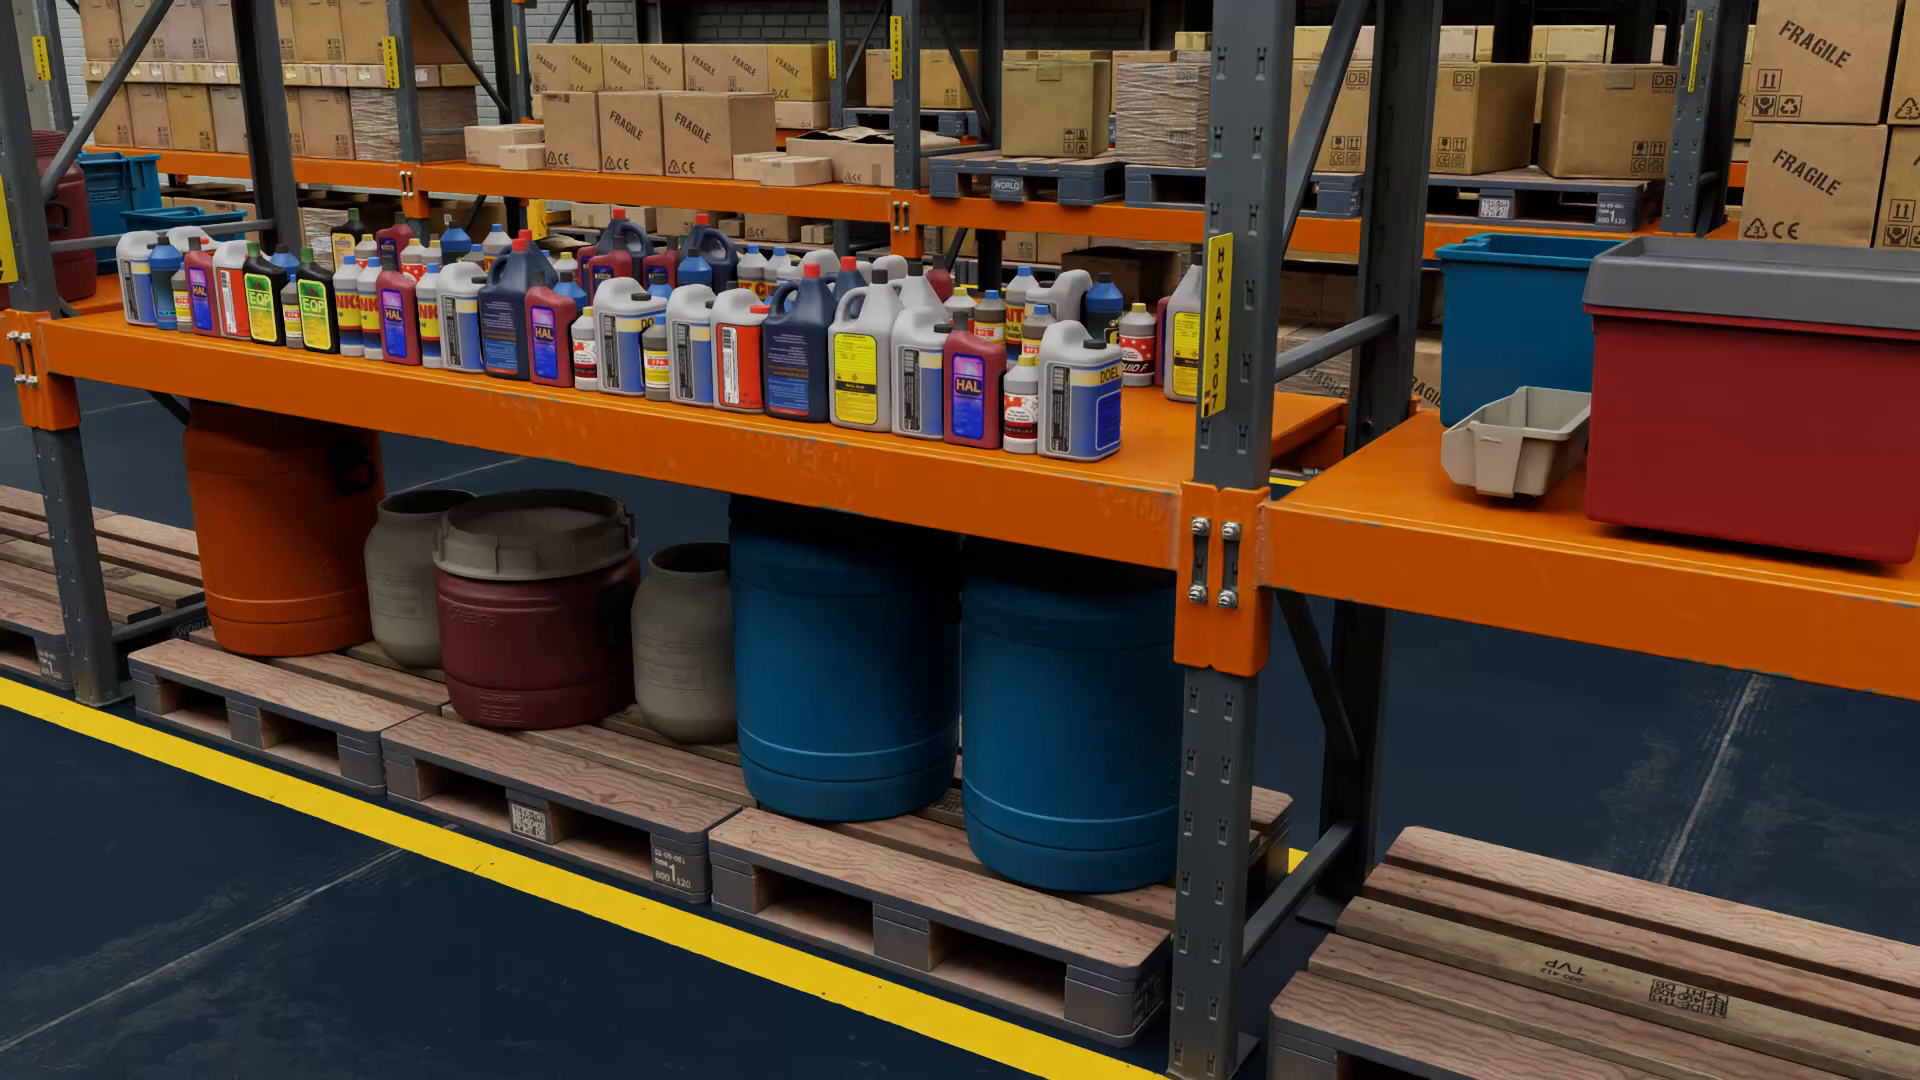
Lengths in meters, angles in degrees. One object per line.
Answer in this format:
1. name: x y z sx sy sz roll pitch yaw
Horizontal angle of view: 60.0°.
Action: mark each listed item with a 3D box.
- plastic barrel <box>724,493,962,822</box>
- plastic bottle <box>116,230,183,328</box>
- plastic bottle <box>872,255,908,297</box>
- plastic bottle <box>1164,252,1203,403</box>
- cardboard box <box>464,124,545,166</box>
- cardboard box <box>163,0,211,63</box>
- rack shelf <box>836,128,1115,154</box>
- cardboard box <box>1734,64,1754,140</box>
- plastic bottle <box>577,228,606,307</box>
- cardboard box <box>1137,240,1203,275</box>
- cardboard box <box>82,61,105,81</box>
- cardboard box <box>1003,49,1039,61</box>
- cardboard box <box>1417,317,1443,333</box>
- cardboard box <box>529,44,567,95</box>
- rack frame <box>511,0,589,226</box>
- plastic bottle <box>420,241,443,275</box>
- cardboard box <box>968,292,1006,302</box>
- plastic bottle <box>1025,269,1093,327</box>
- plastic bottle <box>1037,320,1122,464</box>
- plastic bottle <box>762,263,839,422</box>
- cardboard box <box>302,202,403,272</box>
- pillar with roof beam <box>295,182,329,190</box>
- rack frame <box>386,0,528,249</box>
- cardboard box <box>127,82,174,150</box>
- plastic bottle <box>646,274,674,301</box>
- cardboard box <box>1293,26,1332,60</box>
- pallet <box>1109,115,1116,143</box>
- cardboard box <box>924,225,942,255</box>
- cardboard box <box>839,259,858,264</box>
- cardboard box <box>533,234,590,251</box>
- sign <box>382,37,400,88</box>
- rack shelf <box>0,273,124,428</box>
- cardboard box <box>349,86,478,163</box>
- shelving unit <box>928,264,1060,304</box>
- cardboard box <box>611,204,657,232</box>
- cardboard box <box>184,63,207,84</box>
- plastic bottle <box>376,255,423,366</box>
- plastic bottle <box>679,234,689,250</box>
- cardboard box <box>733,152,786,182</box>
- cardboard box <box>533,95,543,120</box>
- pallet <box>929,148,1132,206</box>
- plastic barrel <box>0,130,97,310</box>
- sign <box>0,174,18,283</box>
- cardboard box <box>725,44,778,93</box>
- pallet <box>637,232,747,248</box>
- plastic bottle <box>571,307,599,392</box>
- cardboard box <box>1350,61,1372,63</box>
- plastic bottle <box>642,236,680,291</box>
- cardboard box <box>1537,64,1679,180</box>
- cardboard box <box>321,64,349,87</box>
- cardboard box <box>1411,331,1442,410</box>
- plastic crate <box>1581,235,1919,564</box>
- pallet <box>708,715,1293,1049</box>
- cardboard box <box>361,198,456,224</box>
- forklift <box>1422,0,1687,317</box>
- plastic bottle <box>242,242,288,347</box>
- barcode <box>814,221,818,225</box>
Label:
1. plastic barrel: -0.300 0.215 4.401 0.708 0.901 0.600 10 20 30
2. plastic bottle: -2.451 -0.797 5.057 0.135 0.276 0.152 10 20 30
3. plastic bottle: -0.226 -0.640 4.540 0.135 0.276 0.152 10 20 30
4. plastic bottle: 0.593 -0.510 3.984 0.185 0.351 0.144 10 20 30
5. cardboard box: -3.021 -2.701 11.369 0.500 0.250 0.500 12 20 33
6. cardboard box: -5.555 -3.876 12.577 0.500 0.500 0.700 10 20 30
7. rack shelf: 0.830 -3.416 14.702 4.000 0.370 1.077 10 20 30
8. cardboard box: 5.417 -3.055 11.558 0.500 0.500 0.500 10 19 29
9. plastic bottle: -1.109 -0.816 5.109 0.133 0.283 0.061 10 20 30
10. cardboard box: 1.893 -2.567 14.214 0.500 0.500 0.700 10 20 31
11. cardboard box: -6.650 -3.690 13.081 0.250 0.149 0.380 10 20 30
12. cardboard box: 0.591 -4.057 14.648 0.500 0.500 0.700 13 21 38
13. cardboard box: 2.608 -0.847 8.551 0.500 0.500 0.500 10 20 31
14. cardboard box: -4.033 -4.822 17.028 0.500 0.500 0.500 10 20 30
15. rack frame: -4.283 -4.672 17.602 0.127 3.000 1.000 10 20 30
16. plastic bottle: -1.714 -0.879 5.456 0.097 0.201 0.097 0 17 0
17. cardboard box: 0.183 -1.103 9.394 0.500 0.500 0.500 11 20 32
18. plastic bottle: 0.251 -0.555 4.260 0.135 0.276 0.152 10 20 30
19. plastic bottle: 0.253 -0.314 3.468 0.135 0.276 0.152 10 20 30
20. plastic bottle: -0.354 -0.457 3.809 0.185 0.351 0.144 10 20 30
21. cardboard box: -4.393 -2.176 12.102 0.500 0.500 0.500 10 20 30
22. pillar with roof beam: -10.599 -7.497 16.580 0.400 9.000 9.100 10 20 30
23. rack frame: -3.464 -2.837 11.559 0.127 3.000 1.000 10 20 30
24. cardboard box: -6.031 -3.340 13.044 0.500 0.500 0.700 11 20 31
25. plastic bottle: -0.751 -0.534 4.198 0.097 0.271 0.097 0 17 0
26. cardboard box: 2.811 -3.877 12.975 0.500 0.250 0.500 11 20 31
27. pallet: 1.871 -3.446 13.894 1.003 0.211 1.213 10 20 30
28. cardboard box: -0.238 -2.971 15.544 0.500 0.500 0.700 11 20 32
29. cardboard box: -0.800 -1.612 10.571 0.500 0.311 0.500 10 19 29
30. cardboard box: -2.968 -2.000 11.847 0.500 0.311 0.500 10 20 30
31. sign: -3.753 -3.151 10.968 0.005 0.325 0.100 10 20 30
32. rack shelf: -4.355 -0.962 6.625 4.000 0.370 1.077 10 20 30
33. cardboard box: -3.845 -2.950 11.761 0.500 0.500 0.700 10 19 29
34. shelving unit: 0.141 -0.549 7.124 0.503 1.200 0.258 10 20 30
35. cardboard box: -3.254 -3.382 17.224 0.500 0.311 0.500 12 21 35
36. cardboard box: -5.552 -3.495 12.437 0.250 0.149 0.380 10 19 29
37. plastic bottle: -1.490 -0.613 4.440 0.133 0.283 0.061 10 20 30
38. plastic bottle: -0.837 -0.768 4.949 0.133 0.283 0.061 10 20 30
39. cardboard box: -1.171 -2.288 10.185 0.250 0.149 0.380 12 21 34
40. cardboard box: -4.033 -4.457 17.118 0.500 0.250 0.500 9 19 28
41. pallet: 0.559 -2.051 9.301 1.003 0.211 1.213 10 20 30
42. plastic barrel: -3.205 -1.063 5.484 0.708 0.536 0.600 10 20 30
43. sign: -2.932 -0.943 5.043 0.005 0.325 0.100 10 20 30
44. cardboard box: -1.867 -4.430 15.739 0.500 0.500 0.500 10 20 30
45. pallet: -2.509 -3.009 16.922 1.213 0.211 1.003 10 20 30
46. plastic bottle: -0.914 -0.477 4.133 0.097 0.201 0.097 0 17 0
47. cardboard box: 3.256 -3.436 12.814 0.500 0.500 0.500 11 20 32
48. plastic bottle: -0.869 -0.753 4.900 0.133 0.283 0.061 10 20 30
49. cardboard box: 3.067 -1.996 7.897 0.500 0.500 0.700 4 17 12
50. cardboard box: -4.242 -3.260 11.666 0.250 0.149 0.380 9 19 28
51. cardboard box: 2.366 -0.716 8.120 0.500 0.500 0.500 10 20 30
52. plastic crate: 1.388 -0.255 2.846 0.583 0.464 0.402 10 20 30
53. pallet: 0.122 0.813 4.341 1.213 0.211 1.003 10 20 30
54. cardboard box: -4.125 -2.303 12.520 0.500 0.500 0.500 10 20 30
55. forklift: 3.936 -2.481 10.507 1.130 2.935 3.031 11 20 32
56. plastic bottle: -1.966 -0.698 4.720 0.133 0.283 0.061 10 20 30
57. barcode: -1.442 -3.148 16.610 0.075 0.075 0.001 10 20 30
